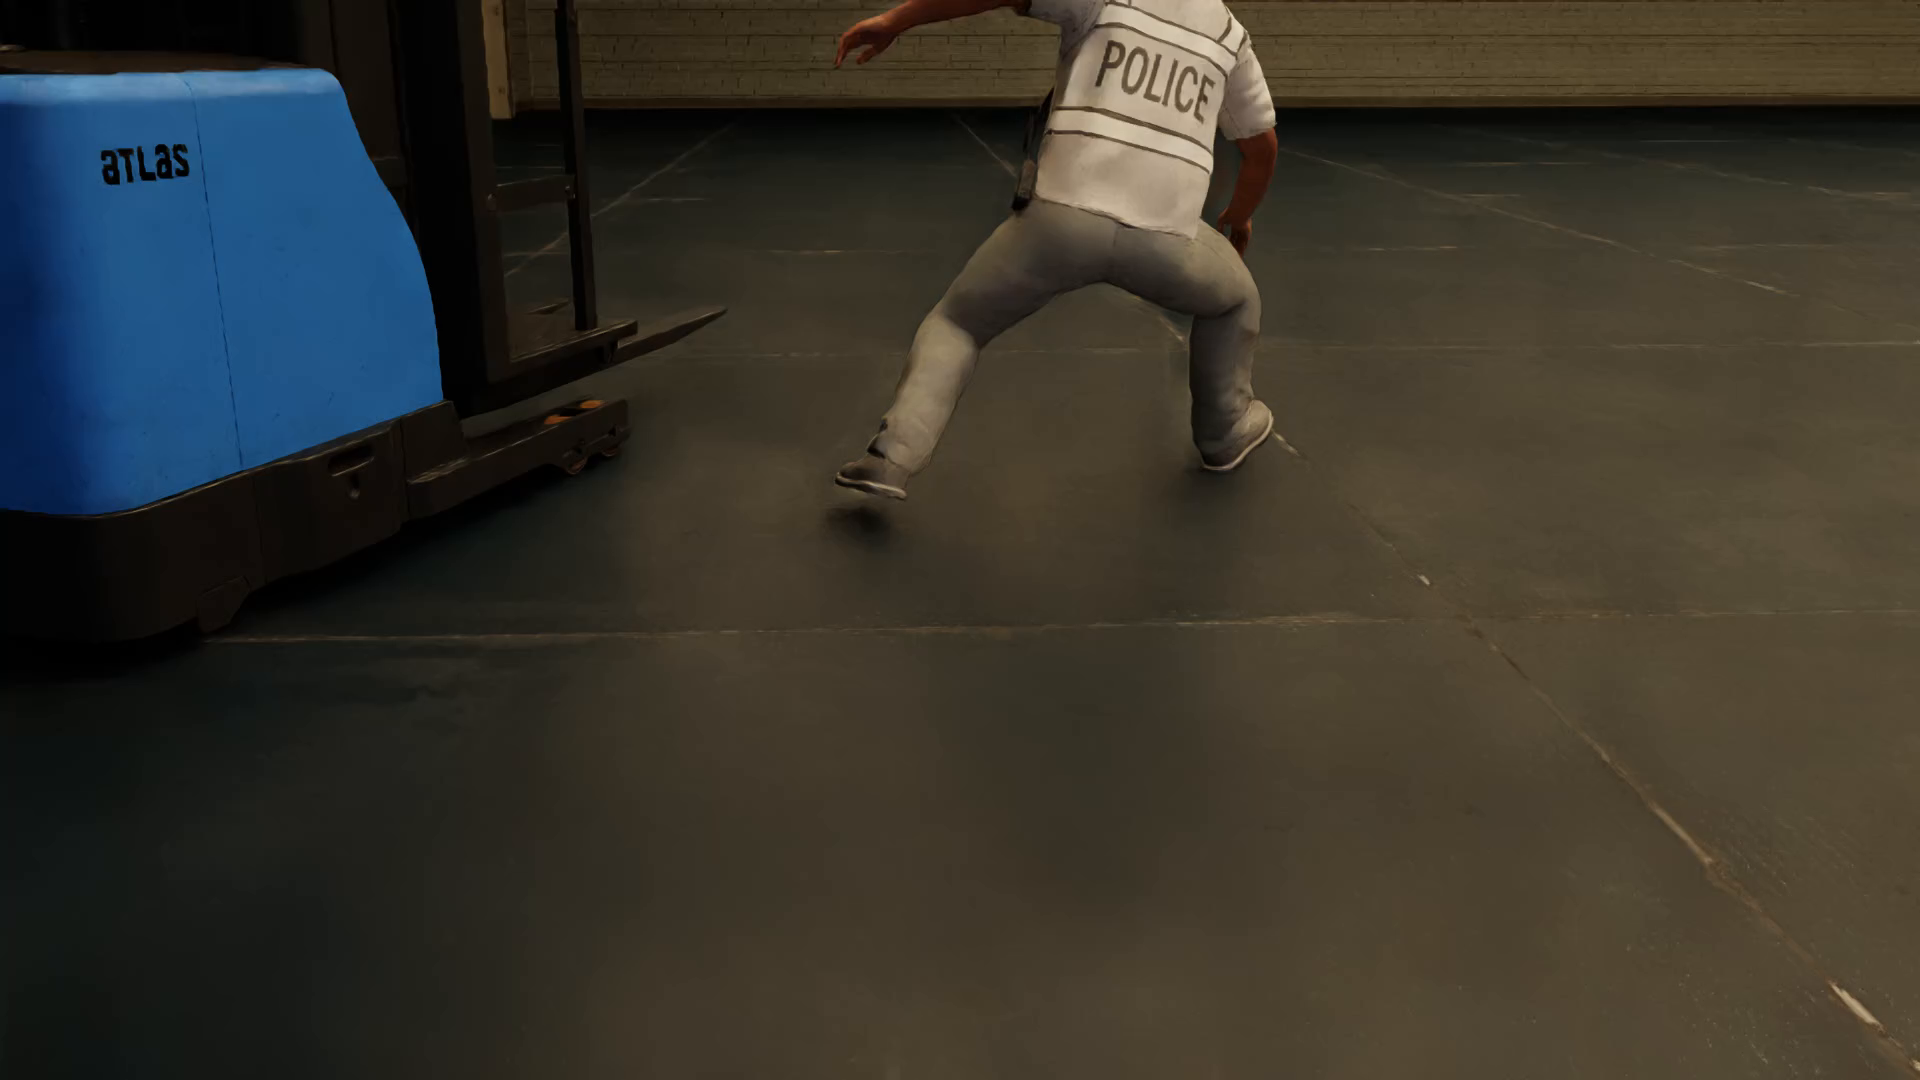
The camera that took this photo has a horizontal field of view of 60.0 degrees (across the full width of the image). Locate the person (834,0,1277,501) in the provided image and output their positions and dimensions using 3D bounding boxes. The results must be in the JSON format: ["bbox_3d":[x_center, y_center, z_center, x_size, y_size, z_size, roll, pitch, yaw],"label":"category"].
[{"bbox_3d":[0.295,-0.826,4.141,1.252,1.466,0.760,-2,17,-6],"label":"person"}]

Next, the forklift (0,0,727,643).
[{"bbox_3d":[-1.575,-1.603,4.147,1.130,2.935,3.031,5,18,16],"label":"forklift"}]
